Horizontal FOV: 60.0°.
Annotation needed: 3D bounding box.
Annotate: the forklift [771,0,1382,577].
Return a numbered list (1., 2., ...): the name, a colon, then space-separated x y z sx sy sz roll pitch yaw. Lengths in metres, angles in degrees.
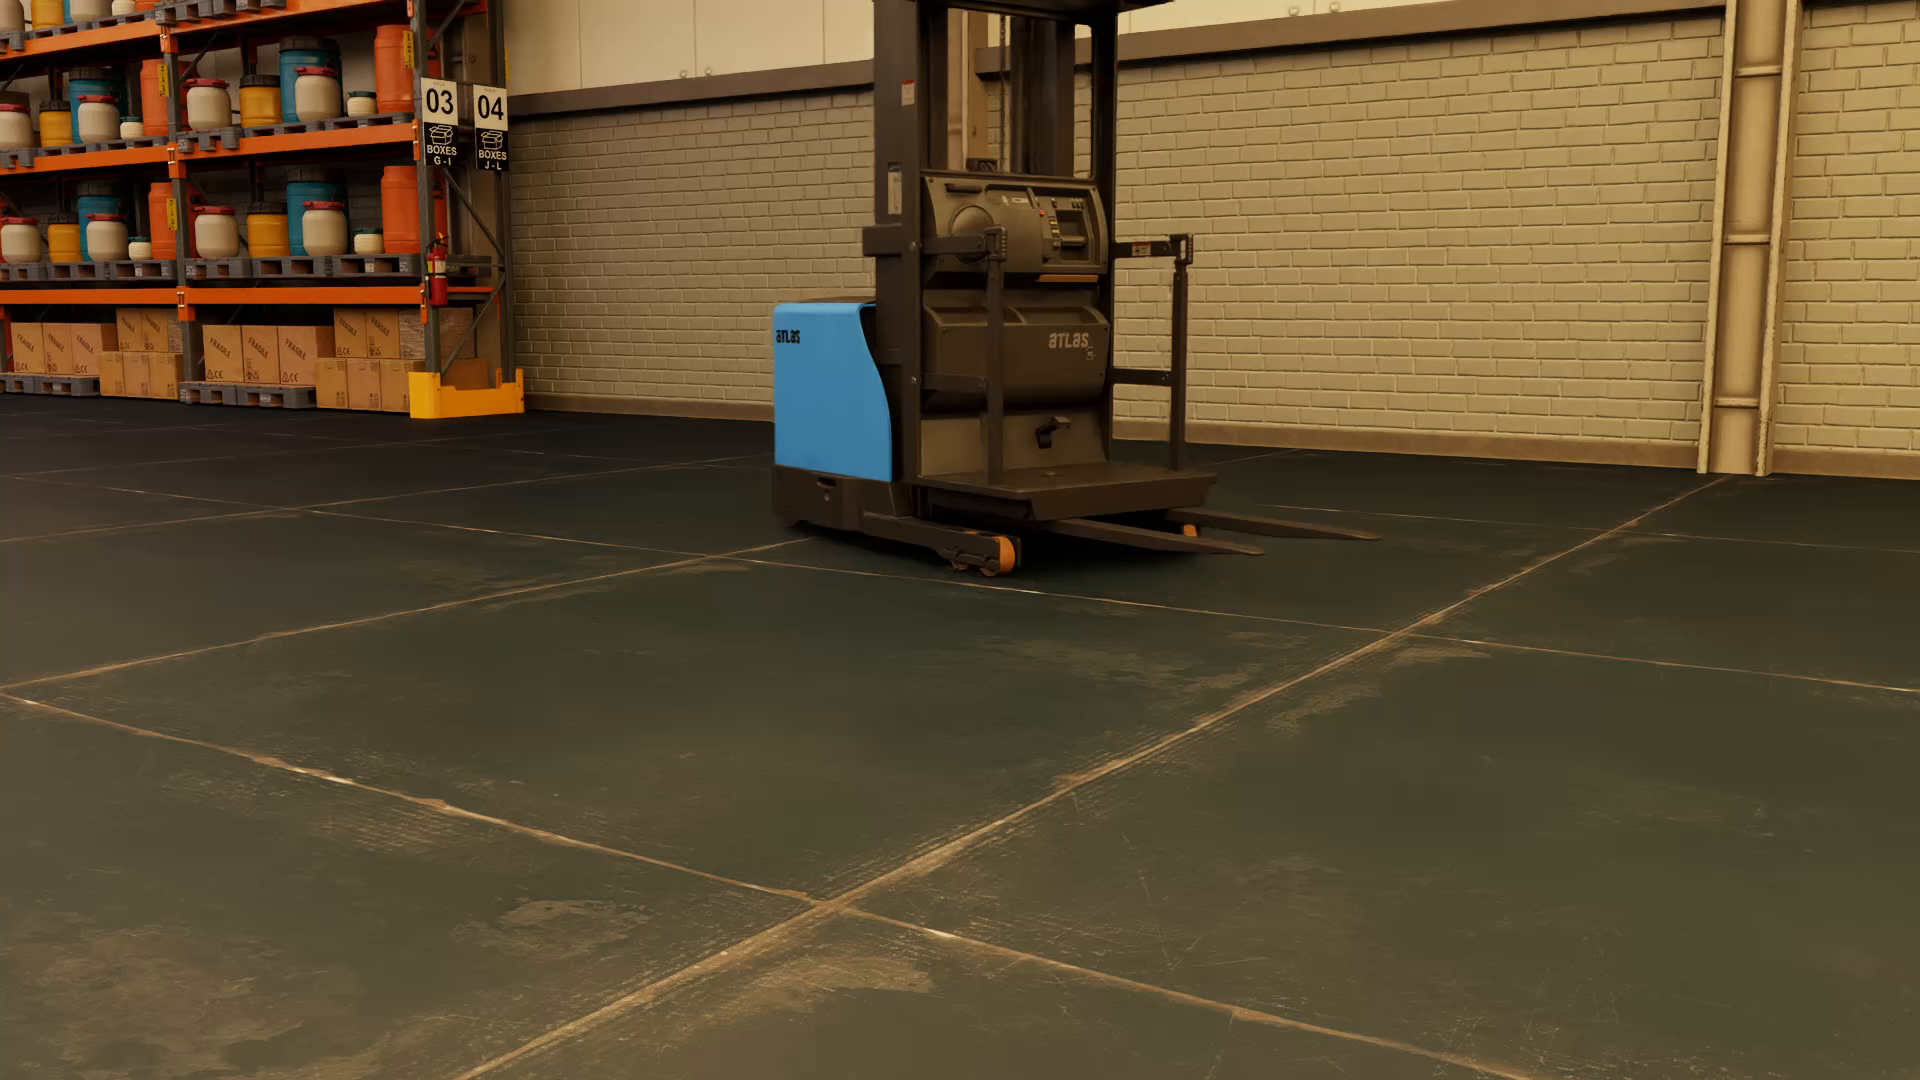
1. forklift: 0.377 -1.383 6.915 1.130 2.935 3.031 -6 10 -36
